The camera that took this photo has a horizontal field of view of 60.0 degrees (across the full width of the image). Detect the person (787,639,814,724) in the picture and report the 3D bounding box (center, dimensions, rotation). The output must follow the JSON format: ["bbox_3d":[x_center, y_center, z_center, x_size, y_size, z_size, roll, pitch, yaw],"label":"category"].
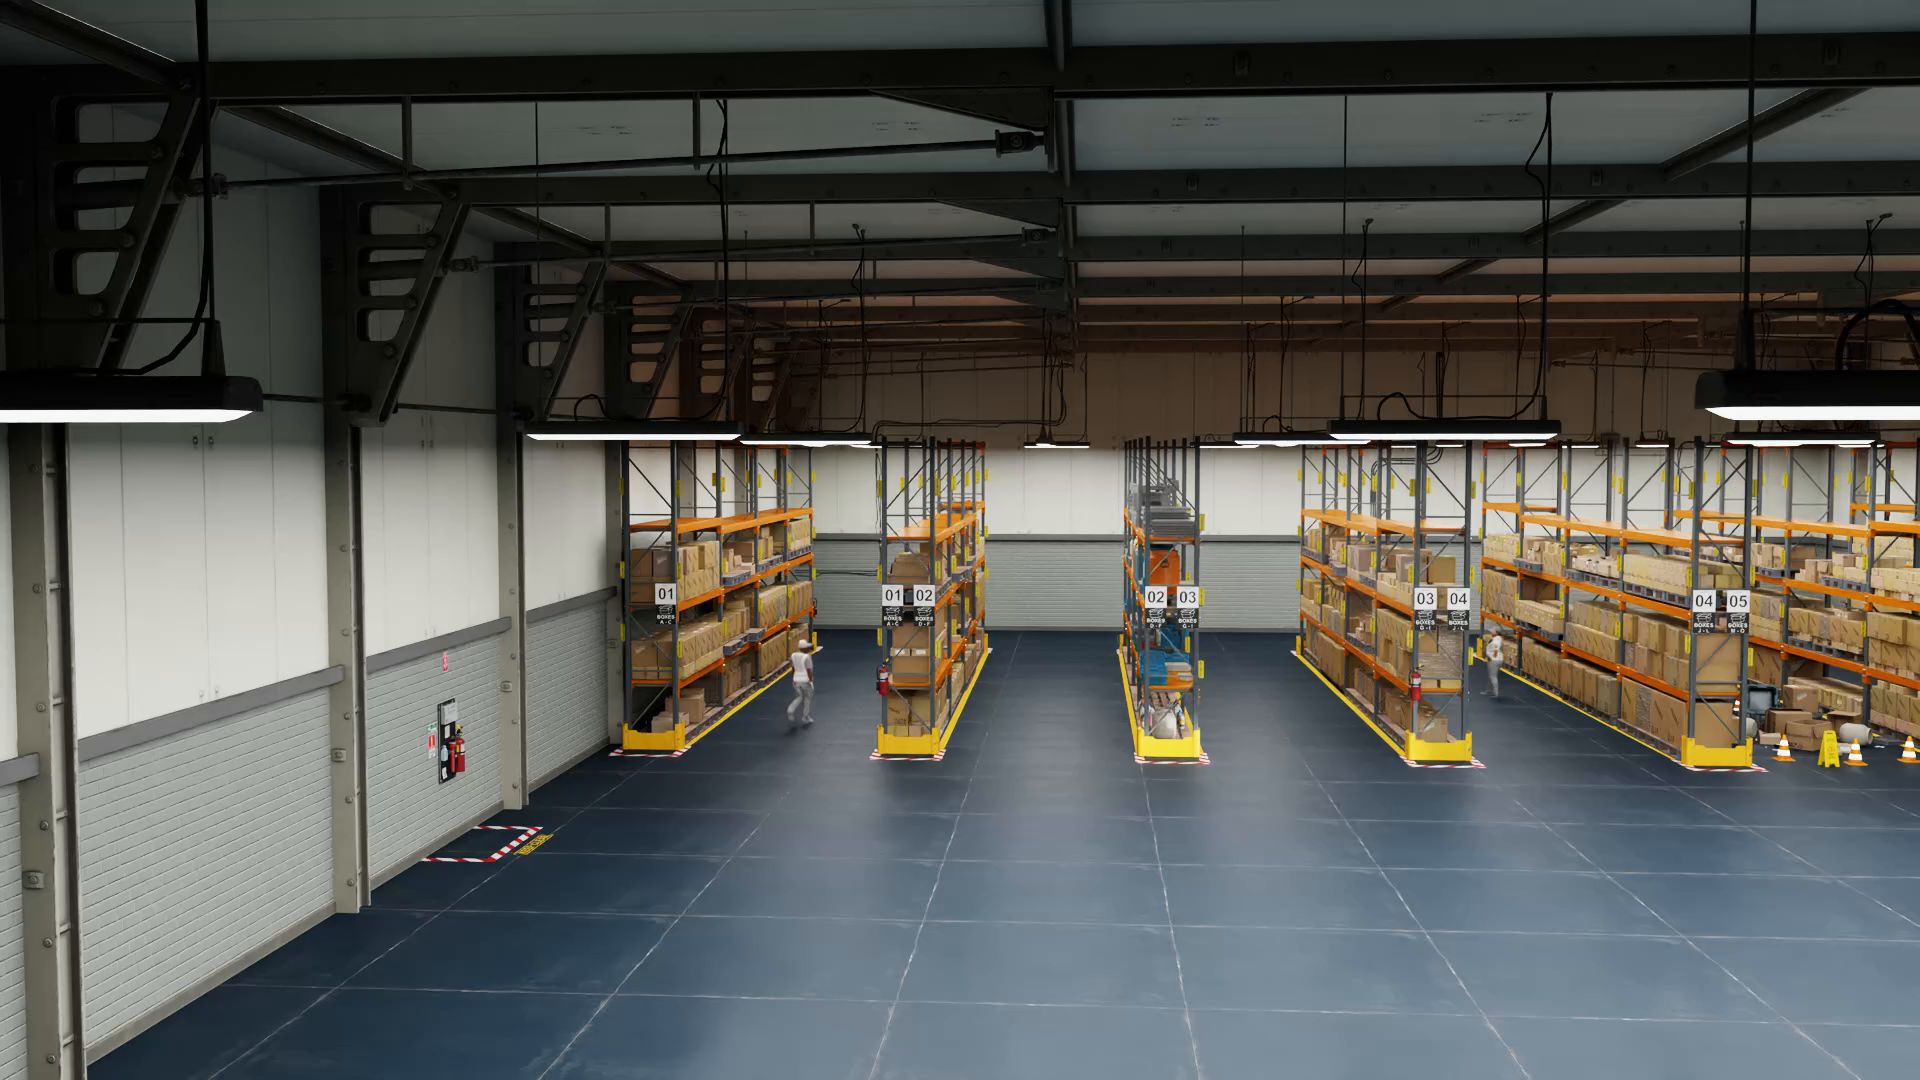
[{"bbox_3d":[-3.309,2.963,34.765,0.566,1.776,0.642,2,4,38],"label":"person"}]

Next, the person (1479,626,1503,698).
[{"bbox_3d":[12.356,2.832,38.773,0.584,1.664,0.510,2,4,38],"label":"person"}]
